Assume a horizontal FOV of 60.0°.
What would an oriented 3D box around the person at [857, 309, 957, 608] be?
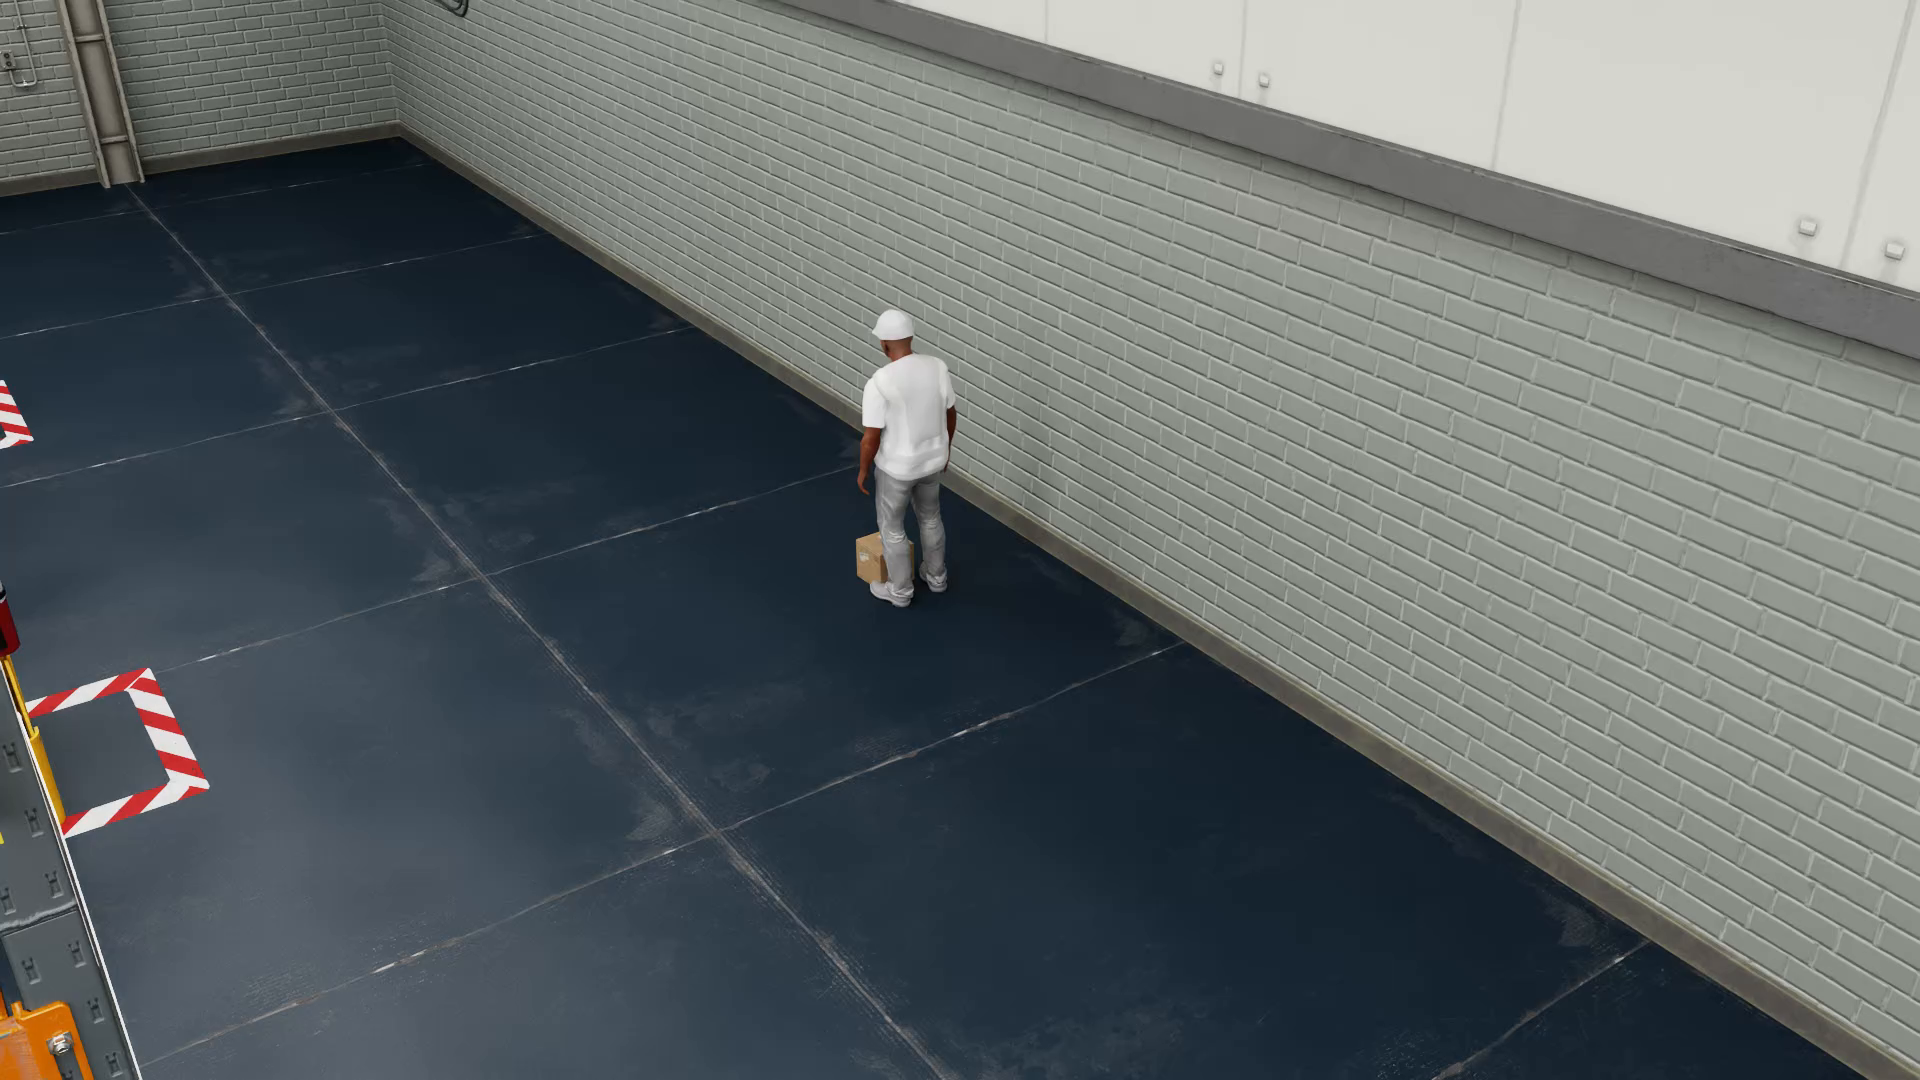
[{"bbox_3d":[-0.303,-0.462,9.457,0.628,1.761,0.456,-18,33,-30],"label":"person"}]
